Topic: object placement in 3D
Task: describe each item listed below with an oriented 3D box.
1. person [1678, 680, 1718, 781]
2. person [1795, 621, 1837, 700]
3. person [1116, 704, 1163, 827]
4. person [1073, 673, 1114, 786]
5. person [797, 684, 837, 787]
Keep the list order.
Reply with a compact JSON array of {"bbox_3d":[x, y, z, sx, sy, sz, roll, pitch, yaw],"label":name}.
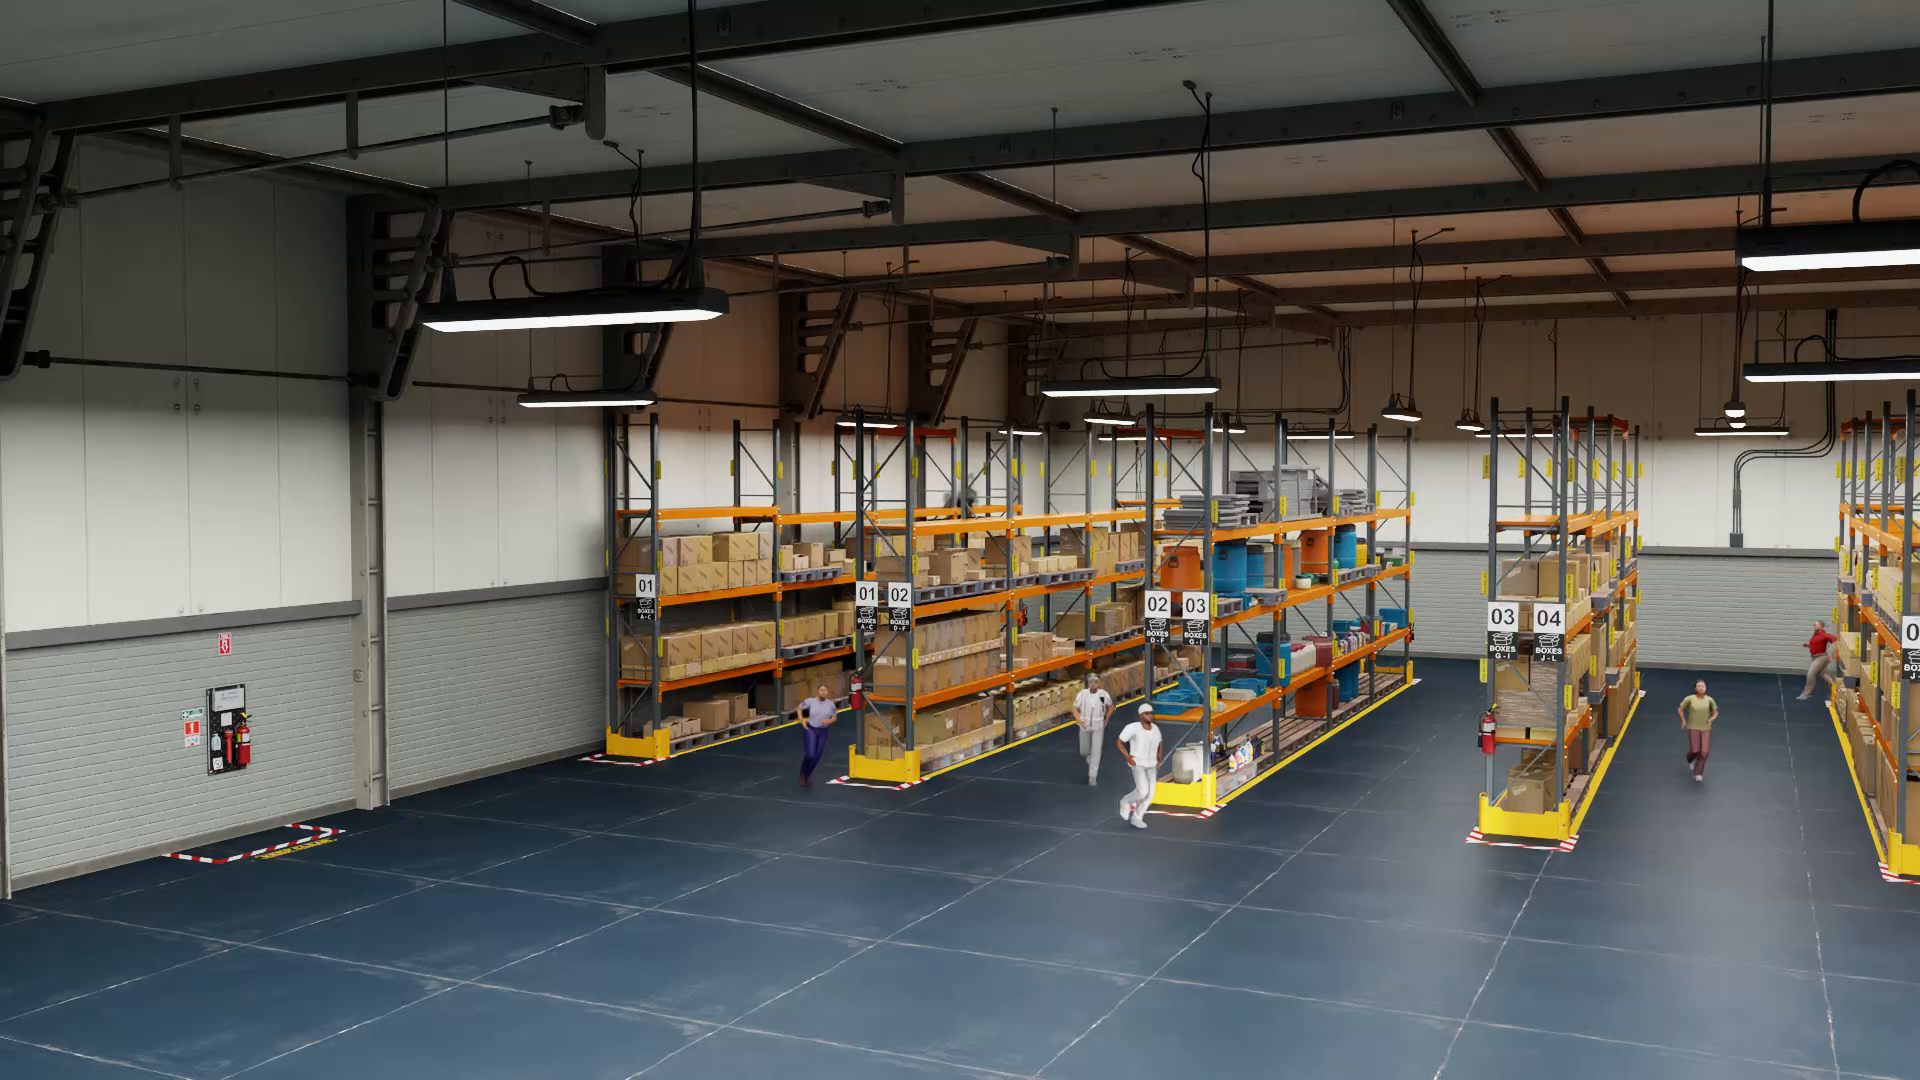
[{"bbox_3d":[11.931,3.064,26.843,0.584,1.626,0.535,1,2,14],"label":"person"},{"bbox_3d":[18.636,2.610,36.070,0.988,1.729,0.687,0,2,10],"label":"person"},{"bbox_3d":[2.576,3.160,23.393,0.736,1.718,0.548,-1,3,-28],"label":"person"},{"bbox_3d":[2.134,3.024,26.826,0.642,1.779,1.028,1,2,12],"label":"person"},{"bbox_3d":[-2.274,3.097,26.393,0.626,1.643,0.613,-1,3,-24],"label":"person"}]
